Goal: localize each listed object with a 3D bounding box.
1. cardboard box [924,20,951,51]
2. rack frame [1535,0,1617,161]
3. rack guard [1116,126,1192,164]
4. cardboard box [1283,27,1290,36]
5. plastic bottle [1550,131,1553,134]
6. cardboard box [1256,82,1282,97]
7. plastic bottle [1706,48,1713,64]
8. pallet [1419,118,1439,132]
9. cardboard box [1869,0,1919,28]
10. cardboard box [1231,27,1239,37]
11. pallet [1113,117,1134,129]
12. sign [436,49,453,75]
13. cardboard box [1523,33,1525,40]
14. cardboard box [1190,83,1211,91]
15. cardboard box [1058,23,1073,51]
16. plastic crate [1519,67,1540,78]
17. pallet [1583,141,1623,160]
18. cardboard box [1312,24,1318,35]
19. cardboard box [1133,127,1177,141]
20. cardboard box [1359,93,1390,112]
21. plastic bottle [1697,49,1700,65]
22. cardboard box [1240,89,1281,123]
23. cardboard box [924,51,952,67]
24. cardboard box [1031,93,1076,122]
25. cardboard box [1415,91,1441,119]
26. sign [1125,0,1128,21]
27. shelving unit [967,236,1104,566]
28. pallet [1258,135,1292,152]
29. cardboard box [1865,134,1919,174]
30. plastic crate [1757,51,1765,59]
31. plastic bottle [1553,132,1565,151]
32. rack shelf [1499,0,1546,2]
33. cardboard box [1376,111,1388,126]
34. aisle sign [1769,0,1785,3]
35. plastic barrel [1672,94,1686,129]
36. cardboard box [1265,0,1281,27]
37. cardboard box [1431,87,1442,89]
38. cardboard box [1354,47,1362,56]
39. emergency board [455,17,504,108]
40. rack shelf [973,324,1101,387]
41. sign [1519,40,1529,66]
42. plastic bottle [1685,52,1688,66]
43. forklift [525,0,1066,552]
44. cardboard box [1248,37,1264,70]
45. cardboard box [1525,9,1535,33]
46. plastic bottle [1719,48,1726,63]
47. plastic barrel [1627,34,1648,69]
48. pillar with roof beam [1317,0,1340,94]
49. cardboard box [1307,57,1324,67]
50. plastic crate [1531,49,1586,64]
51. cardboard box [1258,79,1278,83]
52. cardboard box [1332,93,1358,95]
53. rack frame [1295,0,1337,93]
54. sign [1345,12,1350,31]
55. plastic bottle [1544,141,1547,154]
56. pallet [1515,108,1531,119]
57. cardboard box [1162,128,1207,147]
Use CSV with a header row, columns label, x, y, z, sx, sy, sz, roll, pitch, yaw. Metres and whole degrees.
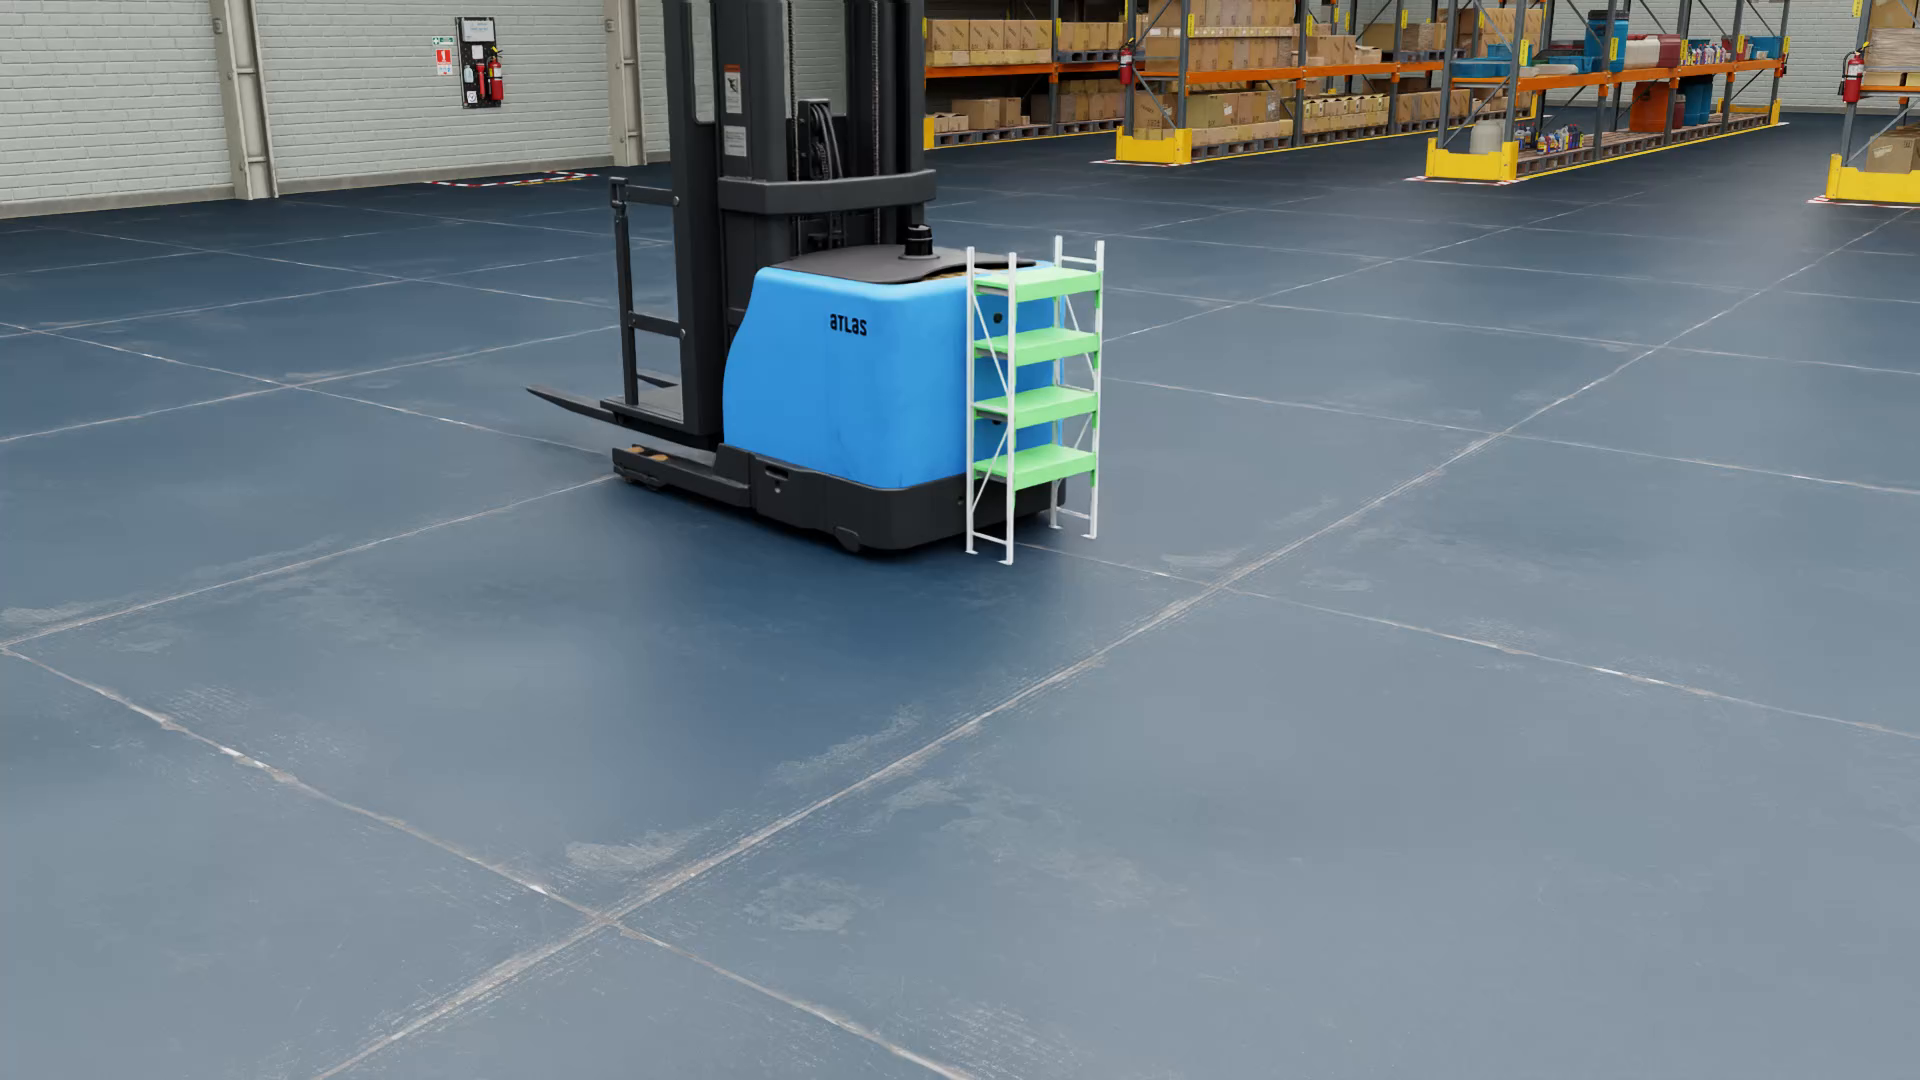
label,x,y,z,sx,sy,sz,roll,pitch,yaw
cardboard box,-0.502,-8.442,27.826,0.500,0.500,0.500,12,21,35
rack frame,9.312,-7.288,25.154,1.000,3.000,0.127,12,21,35
rack guard,2.939,-6.012,25.260,1.175,0.500,0.348,12,21,35
cardboard box,5.197,-8.360,27.345,0.380,0.149,0.250,12,21,34
plastic bottle,8.667,-5.854,24.376,0.061,0.283,0.133,12,21,35
cardboard box,6.952,-10.230,38.134,0.700,0.500,0.500,12,21,34
plastic bottle,13.505,-8.744,30.052,0.152,0.276,0.135,12,21,35
pallet,8.922,-8.245,32.940,1.003,0.211,1.213,12,21,35
cardboard box,11.036,-6.302,19.623,0.500,0.500,0.500,12,21,35
cardboard box,4.125,-7.931,25.964,0.380,0.149,0.250,12,21,34
pallet,3.272,-8.474,33.674,1.003,0.211,1.213,12,21,35
sign,-6.796,-6.298,21.906,0.001,0.329,0.234,12,21,35
cardboard box,11.830,-10.673,35.886,0.500,0.500,0.500,13,21,35
cardboard box,4.810,-9.524,35.273,0.750,0.750,0.750,12,21,34
cardboard box,1.686,-9.411,31.082,0.700,0.500,0.500,12,21,35
plastic crate,7.720,-6.365,22.628,0.298,0.136,0.250,12,21,35
pallet,9.749,-6.150,26.192,1.003,0.211,1.213,12,21,35
cardboard box,7.785,-11.741,38.989,0.980,0.700,0.700,12,21,34
cardboard box,3.035,-6.279,25.832,0.500,0.250,0.500,12,21,35
cardboard box,7.605,-8.104,30.764,0.500,0.311,0.500,13,22,36
plastic bottle,12.992,-8.523,29.348,0.097,0.271,0.097,0,17,0
cardboard box,4.928,-7.143,27.353,0.500,0.500,0.500,12,21,35
cardboard box,-0.482,-8.084,27.936,0.500,0.250,0.500,12,21,33
cardboard box,1.781,-8.233,31.671,0.700,0.500,0.500,13,22,37
cardboard box,9.137,-8.560,32.725,0.500,0.500,0.500,12,21,33
sign,2.525,-7.976,25.020,0.100,0.325,0.005,12,21,35
shelving unit,0.290,-0.551,6.496,0.503,1.200,0.258,-16,23,-42
pallet,4.829,-6.650,27.803,1.003,0.211,1.213,12,21,35
cardboard box,11.292,-4.612,20.045,0.500,0.500,0.500,-15,23,-40
plastic crate,15.937,-9.756,33.445,0.396,0.136,0.243,12,21,35
plastic bottle,8.753,-5.832,24.317,0.152,0.276,0.135,13,21,36
rack shelf,11.295,-11.635,35.307,1.077,0.370,4.000,12,21,35
cardboard box,7.602,-7.836,30.846,0.500,0.250,0.500,13,21,36
aisle sign,16.740,-11.353,33.860,0.394,0.787,0.004,12,21,35
plastic barrel,12.646,-7.678,29.768,0.600,0.588,0.708,12,21,35
cardboard box,4.777,-8.604,27.036,0.700,0.500,0.500,12,21,35
cardboard box,10.215,-9.272,35.015,0.500,0.500,0.500,12,21,35
cardboard box,7.031,-8.895,30.481,0.500,0.311,0.500,12,21,34
emergency board,-6.383,-6.394,22.277,0.194,1.169,0.643,12,21,35
rack shelf,0.290,-0.719,6.444,0.480,0.148,0.258,-16,23,-42
sign,7.368,-6.369,21.728,0.100,0.325,0.005,12,21,35
plastic bottle,12.489,-8.337,28.743,0.152,0.276,0.135,12,21,35
forklift,-0.937,-1.711,7.310,1.130,2.935,3.031,-16,23,-41
cardboard box,4.466,-7.859,26.826,0.700,0.500,0.500,13,21,35
cardboard box,12.142,-11.272,36.130,0.500,0.500,0.500,13,22,36
plastic bottle,14.104,-8.983,30.822,0.152,0.276,0.135,12,21,35
plastic barrel,10.753,-7.820,26.637,0.433,0.535,0.433,0,17,0
pillar with roof beam,12.877,-14.797,39.219,9.100,9.000,0.400,12,21,35
cardboard box,6.028,-8.219,28.576,0.380,0.149,0.250,12,21,35
plastic crate,8.898,-7.156,24.834,0.767,0.338,0.504,12,21,35
cardboard box,7.001,-10.470,37.813,0.380,0.149,0.250,13,22,37
cardboard box,7.172,-8.199,31.071,0.500,0.311,0.500,13,22,37
rack frame,8.506,-11.897,39.995,1.000,3.000,0.127,12,21,35
sign,7.278,-9.725,31.185,0.100,0.325,0.005,12,21,35
plastic bottle,8.321,-5.610,23.728,0.097,0.201,0.097,0,17,0
pallet,11.967,-9.482,36.922,1.003,0.211,1.213,12,21,35
cardboard box,3.451,-6.187,25.538,0.500,0.250,0.500,12,21,35
